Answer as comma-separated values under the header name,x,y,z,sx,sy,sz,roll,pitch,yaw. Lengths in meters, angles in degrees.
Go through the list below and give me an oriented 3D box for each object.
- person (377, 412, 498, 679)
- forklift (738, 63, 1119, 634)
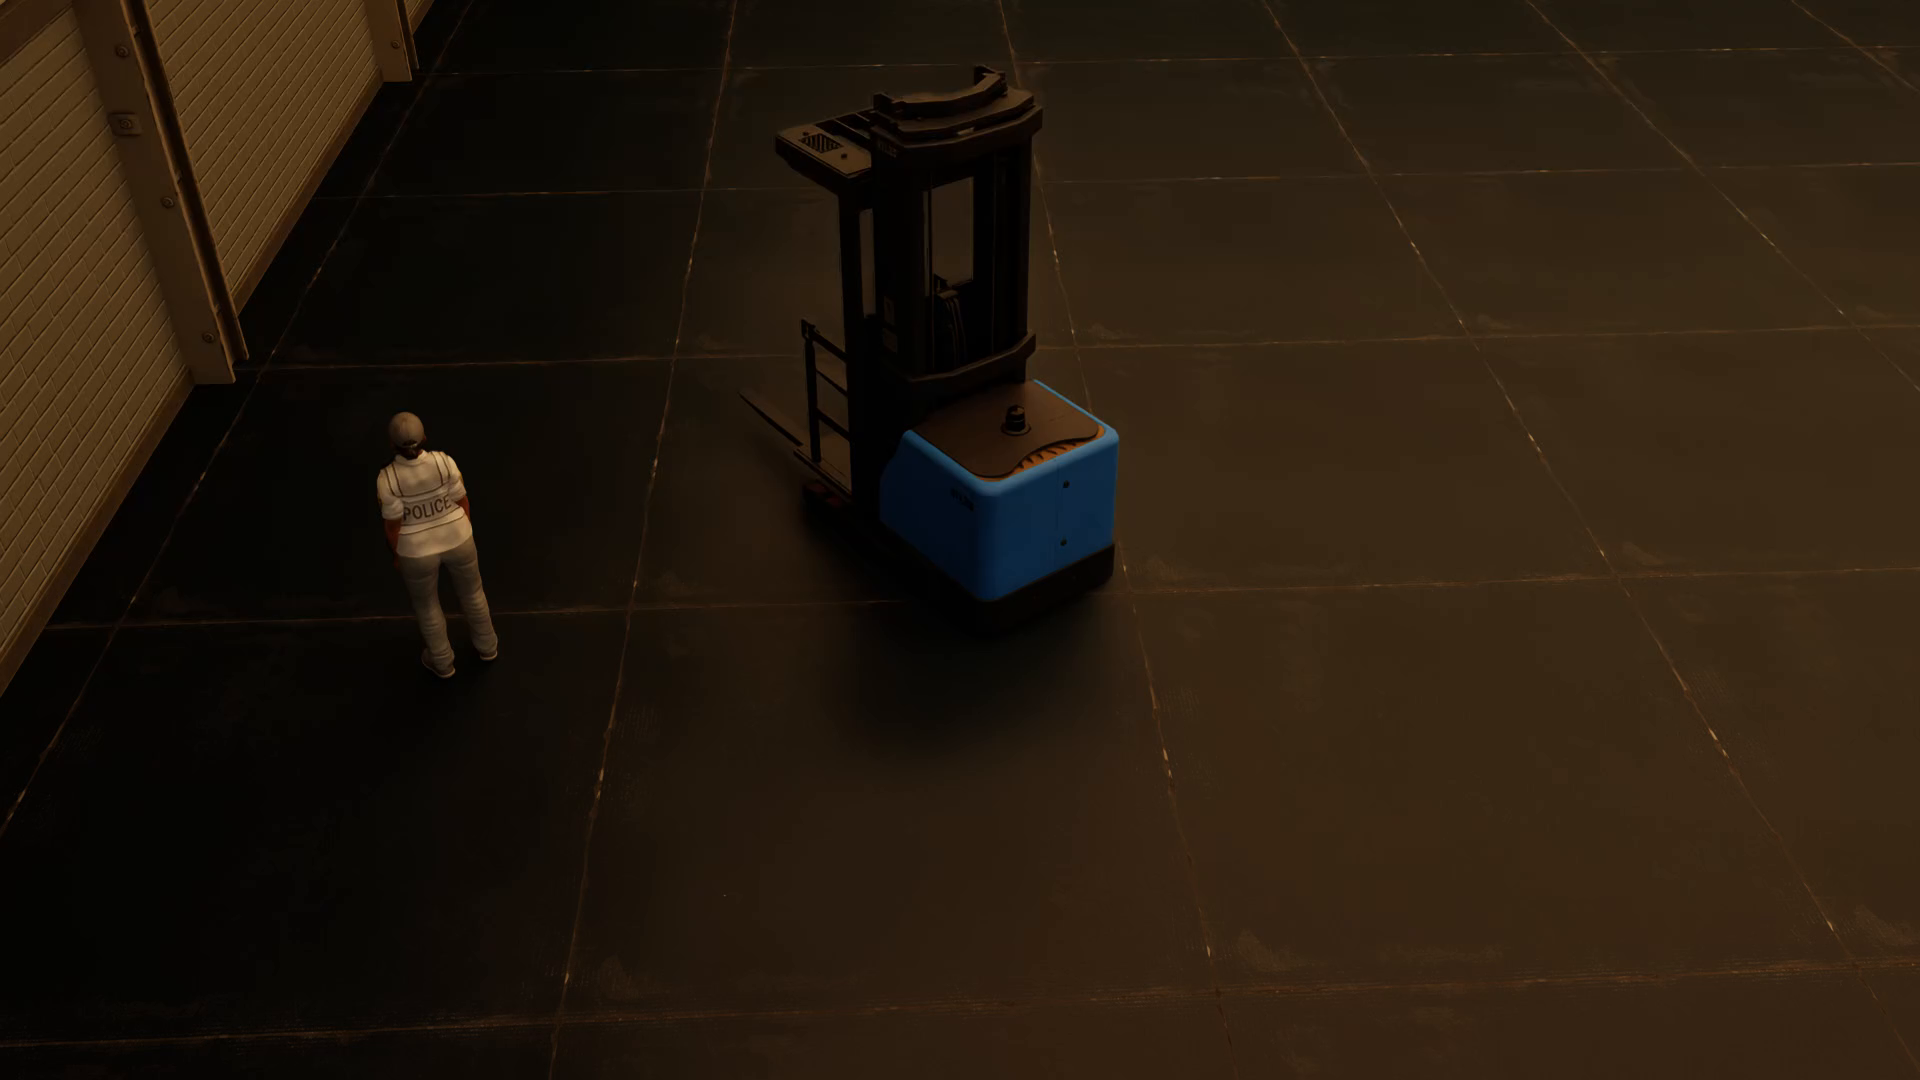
name,x,y,z,sx,sy,sz,roll,pitch,yaw
person,-2.863,0.021,9.064,0.487,1.668,0.395,-20,41,-25
forklift,-0.359,-1.452,10.004,1.130,2.935,3.031,-24,42,-29
